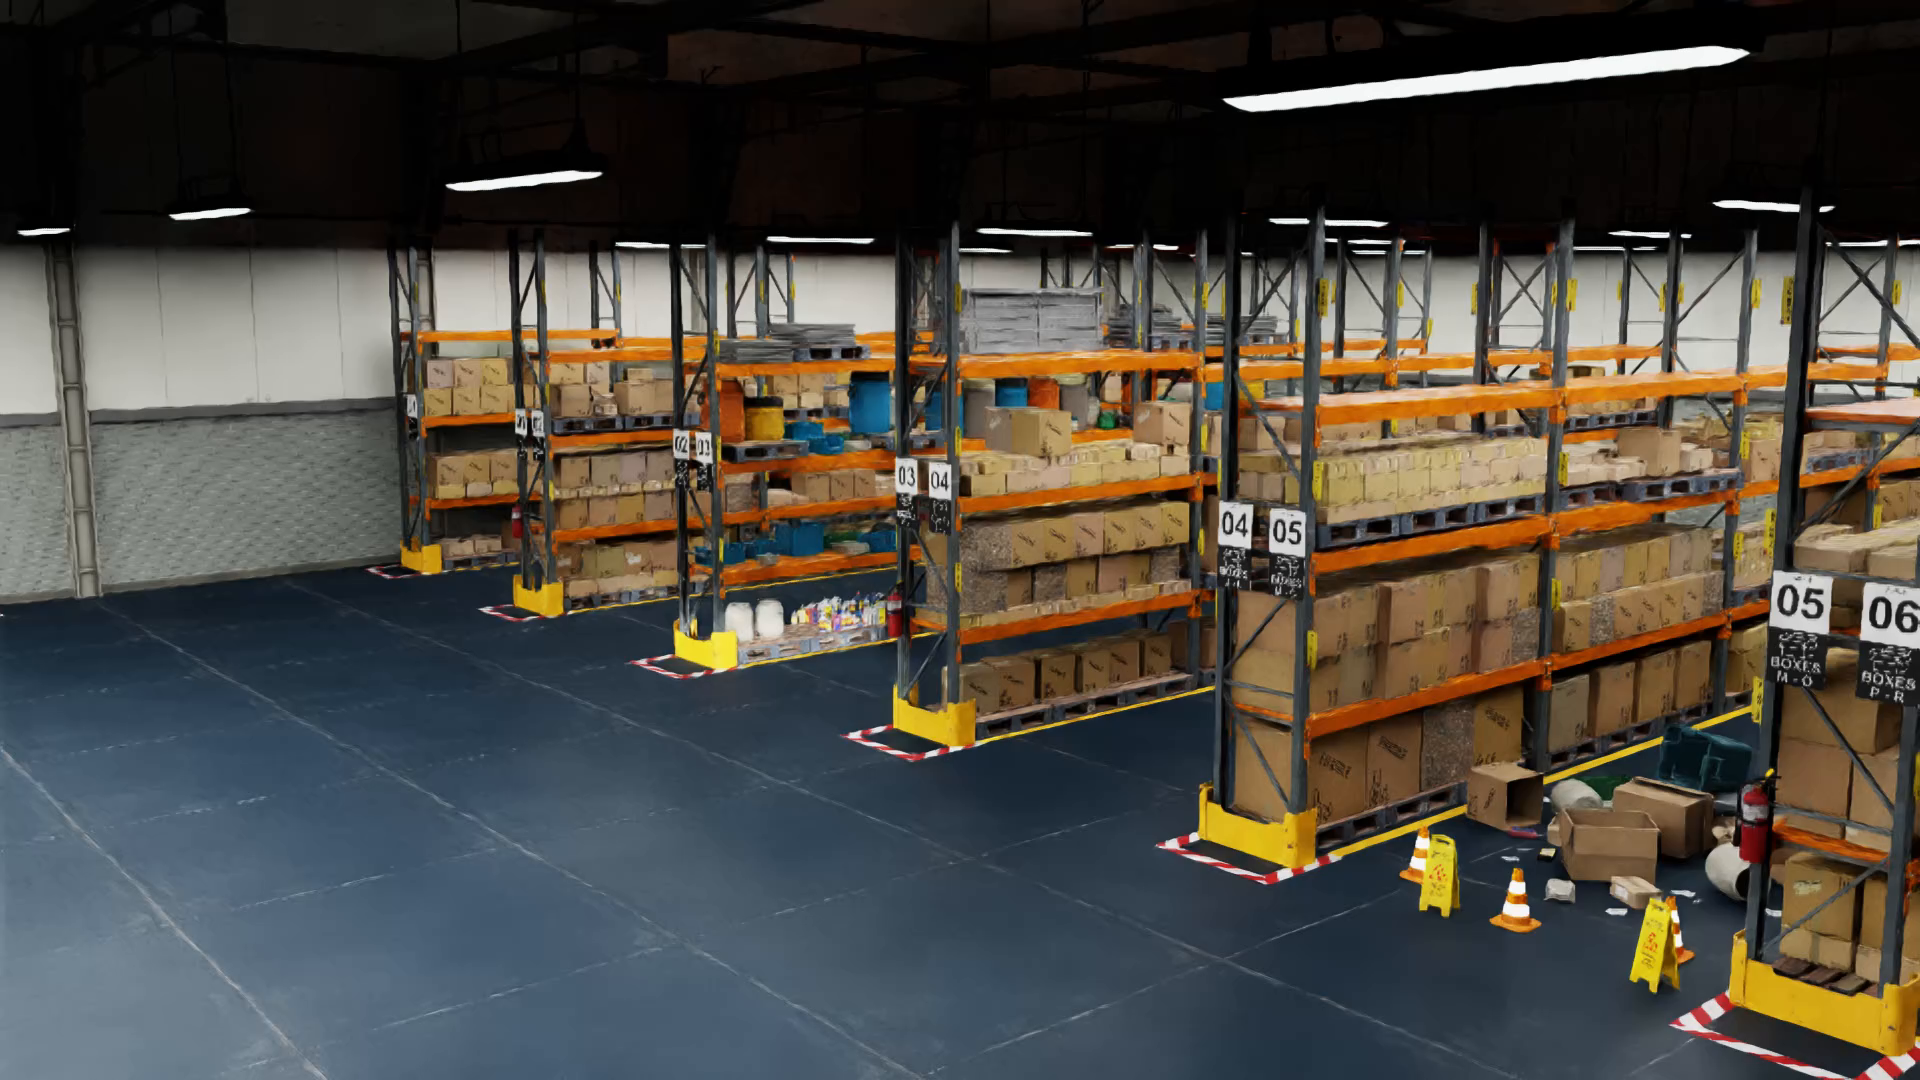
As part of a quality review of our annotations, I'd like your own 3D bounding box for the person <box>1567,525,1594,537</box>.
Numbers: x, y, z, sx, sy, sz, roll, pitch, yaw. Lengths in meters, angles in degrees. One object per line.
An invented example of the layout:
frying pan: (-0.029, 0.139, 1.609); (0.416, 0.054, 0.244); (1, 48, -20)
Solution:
person: (9.448, 0.482, 25.119); (0.934, 1.697, 0.710); (-6, 11, -34)
